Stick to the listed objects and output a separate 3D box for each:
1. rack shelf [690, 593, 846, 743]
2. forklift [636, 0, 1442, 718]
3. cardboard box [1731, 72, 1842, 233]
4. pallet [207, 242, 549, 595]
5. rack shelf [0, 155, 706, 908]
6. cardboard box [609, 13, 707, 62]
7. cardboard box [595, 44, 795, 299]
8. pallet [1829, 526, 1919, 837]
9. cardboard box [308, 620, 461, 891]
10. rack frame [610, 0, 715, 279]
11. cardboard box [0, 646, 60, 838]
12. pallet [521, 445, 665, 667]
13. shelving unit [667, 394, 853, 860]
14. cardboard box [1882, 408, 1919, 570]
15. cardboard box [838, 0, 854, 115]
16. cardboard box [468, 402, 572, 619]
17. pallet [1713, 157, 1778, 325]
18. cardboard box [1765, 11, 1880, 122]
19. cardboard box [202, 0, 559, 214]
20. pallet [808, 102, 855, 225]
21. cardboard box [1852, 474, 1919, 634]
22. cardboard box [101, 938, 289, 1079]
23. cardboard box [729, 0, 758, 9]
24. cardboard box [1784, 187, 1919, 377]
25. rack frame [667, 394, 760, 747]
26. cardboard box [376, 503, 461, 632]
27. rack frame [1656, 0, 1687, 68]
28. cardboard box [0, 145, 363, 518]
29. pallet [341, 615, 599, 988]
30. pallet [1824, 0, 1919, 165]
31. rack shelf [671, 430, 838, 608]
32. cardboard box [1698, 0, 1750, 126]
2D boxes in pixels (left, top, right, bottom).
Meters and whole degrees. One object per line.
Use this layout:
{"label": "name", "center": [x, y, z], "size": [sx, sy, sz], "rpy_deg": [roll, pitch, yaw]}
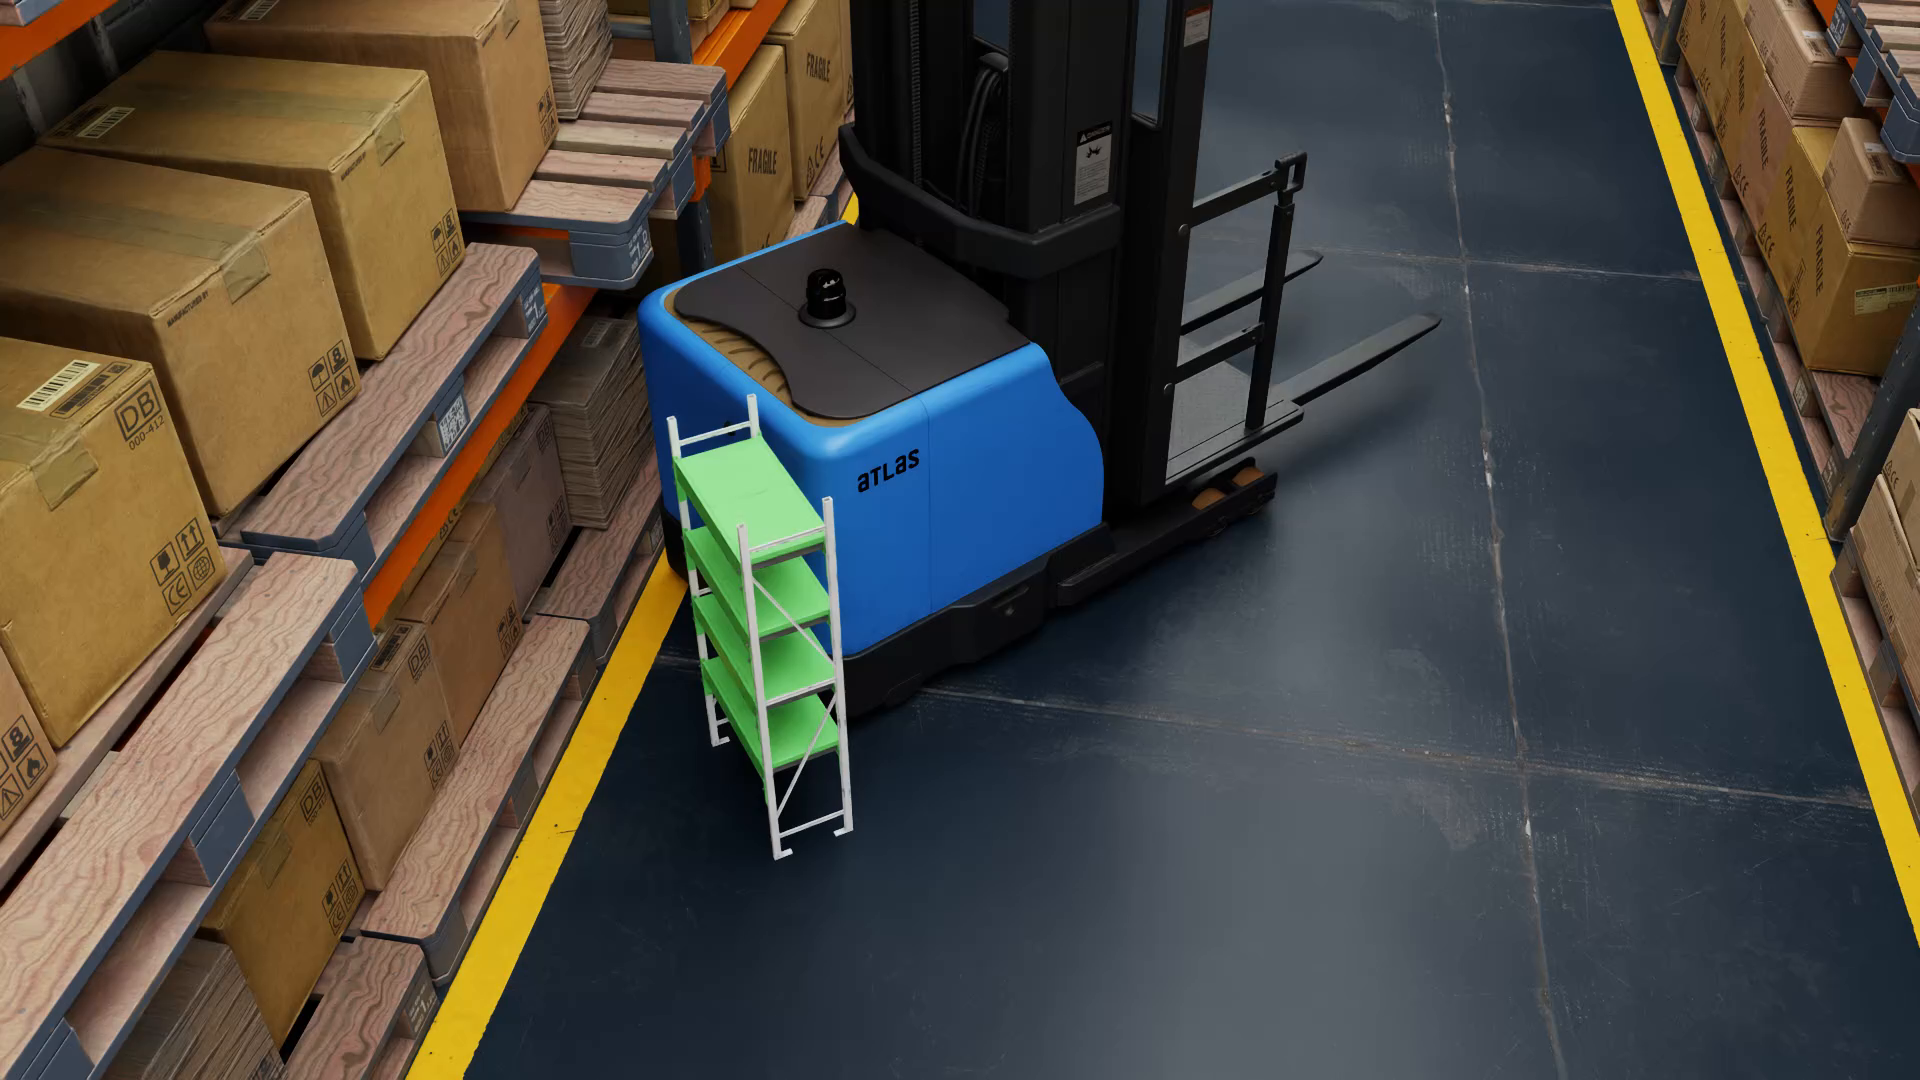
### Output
{"label": "rack shelf", "center": [-0.527, 0.308, 4.536], "size": [0.258, 0.148, 0.480], "rpy_deg": [-18, 43, -21]}
{"label": "forklift", "center": [0.484, -1.379, 5.117], "size": [3.031, 2.935, 1.130], "rpy_deg": [-27, 47, -29]}
{"label": "cardboard box", "center": [3.607, -1.602, 6.950], "size": [0.500, 0.500, 0.500], "rpy_deg": [5, 40, 6]}
{"label": "pallet", "center": [-1.680, -0.351, 3.971], "size": [1.003, 0.211, 1.213], "rpy_deg": [6, 40, 8]}
{"label": "rack shelf", "center": [-1.724, -0.139, 4.129], "size": [1.077, 0.370, 4.000], "rpy_deg": [6, 40, 8]}
{"label": "cardboard box", "center": [-1.093, -1.764, 5.711], "size": [0.380, 0.149, 0.250], "rpy_deg": [6, 40, 7]}
{"label": "cardboard box", "center": [-1.121, -1.452, 6.510], "size": [0.750, 0.750, 0.750], "rpy_deg": [6, 40, 7]}
{"label": "pallet", "center": [3.321, 0.459, 5.029], "size": [1.003, 0.211, 1.213], "rpy_deg": [6, 40, 8]}
{"label": "cardboard box", "center": [-1.791, 0.523, 4.380], "size": [0.700, 0.500, 0.500], "rpy_deg": [7, 40, 8]}
{"label": "rack frame", "center": [-1.378, -1.672, 5.418], "size": [1.000, 3.000, 0.127], "rpy_deg": [6, 40, 8]}
{"label": "cardboard box", "center": [-1.948, 0.315, 2.591], "size": [0.700, 0.500, 0.500], "rpy_deg": [7, 40, 8]}
{"label": "pallet", "center": [-1.515, -0.107, 5.714], "size": [1.003, 0.211, 1.213], "rpy_deg": [6, 40, 8]}
{"label": "shelving unit", "center": [-0.527, 0.259, 4.496], "size": [0.258, 1.200, 0.503], "rpy_deg": [-18, 43, -21]}
{"label": "cardboard box", "center": [3.122, -0.150, 4.965], "size": [0.500, 0.311, 0.500], "rpy_deg": [8, 40, 9]}
{"label": "cardboard box", "center": [-0.821, -2.535, 7.820], "size": [0.750, 0.750, 0.750], "rpy_deg": [8, 40, 9]}
{"label": "cardboard box", "center": [-1.655, -0.110, 5.145], "size": [0.700, 0.500, 0.500], "rpy_deg": [6, 40, 8]}
{"label": "pallet", "center": [3.882, -1.281, 7.134], "size": [1.003, 0.211, 1.213], "rpy_deg": [6, 40, 8]}
{"label": "cardboard box", "center": [3.611, -1.914, 6.739], "size": [0.500, 0.250, 0.500], "rpy_deg": [6, 40, 7]}
{"label": "cardboard box", "center": [-1.519, -1.230, 4.460], "size": [0.700, 0.500, 0.500], "rpy_deg": [3, 40, 3]}
{"label": "pallet", "center": [-0.954, -1.847, 7.818], "size": [1.003, 0.211, 1.213], "rpy_deg": [6, 40, 8]}
{"label": "cardboard box", "center": [3.122, 0.066, 5.144], "size": [0.500, 0.250, 0.500], "rpy_deg": [6, 40, 8]}
{"label": "cardboard box", "center": [-1.959, 1.169, 3.599], "size": [0.700, 0.500, 0.500], "rpy_deg": [8, 40, 9]}
{"label": "cardboard box", "center": [-0.911, -2.078, 6.091], "size": [0.380, 0.149, 0.250], "rpy_deg": [8, 40, 9]}
{"label": "cardboard box", "center": [3.432, -0.947, 6.158], "size": [0.500, 0.500, 0.500], "rpy_deg": [8, 40, 9]}
{"label": "rack frame", "center": [-0.639, 0.120, 4.663], "size": [0.240, 1.200, 0.015], "rpy_deg": [-18, 43, -21]}
{"label": "cardboard box", "center": [-1.696, -0.035, 4.466], "size": [0.500, 0.250, 0.500], "rpy_deg": [6, 40, 7]}
{"label": "rack frame", "center": [4.194, -3.638, 7.796], "size": [1.000, 3.000, 0.127], "rpy_deg": [6, 40, 8]}
{"label": "cardboard box", "center": [-1.761, -0.452, 3.519], "size": [0.700, 0.500, 0.500], "rpy_deg": [12, 41, 14]}
{"label": "pallet", "center": [-1.728, 0.657, 4.790], "size": [1.003, 0.211, 1.213], "rpy_deg": [6, 40, 8]}
{"label": "pallet", "center": [3.550, -1.487, 5.345], "size": [1.213, 0.211, 1.003], "rpy_deg": [6, 40, 8]}
{"label": "rack shelf", "center": [-0.527, -0.062, 4.230], "size": [0.258, 0.148, 0.480], "rpy_deg": [-18, 43, -21]}
{"label": "cardboard box", "center": [3.789, -2.232, 7.712], "size": [0.500, 0.500, 0.500], "rpy_deg": [7, 40, 8]}
